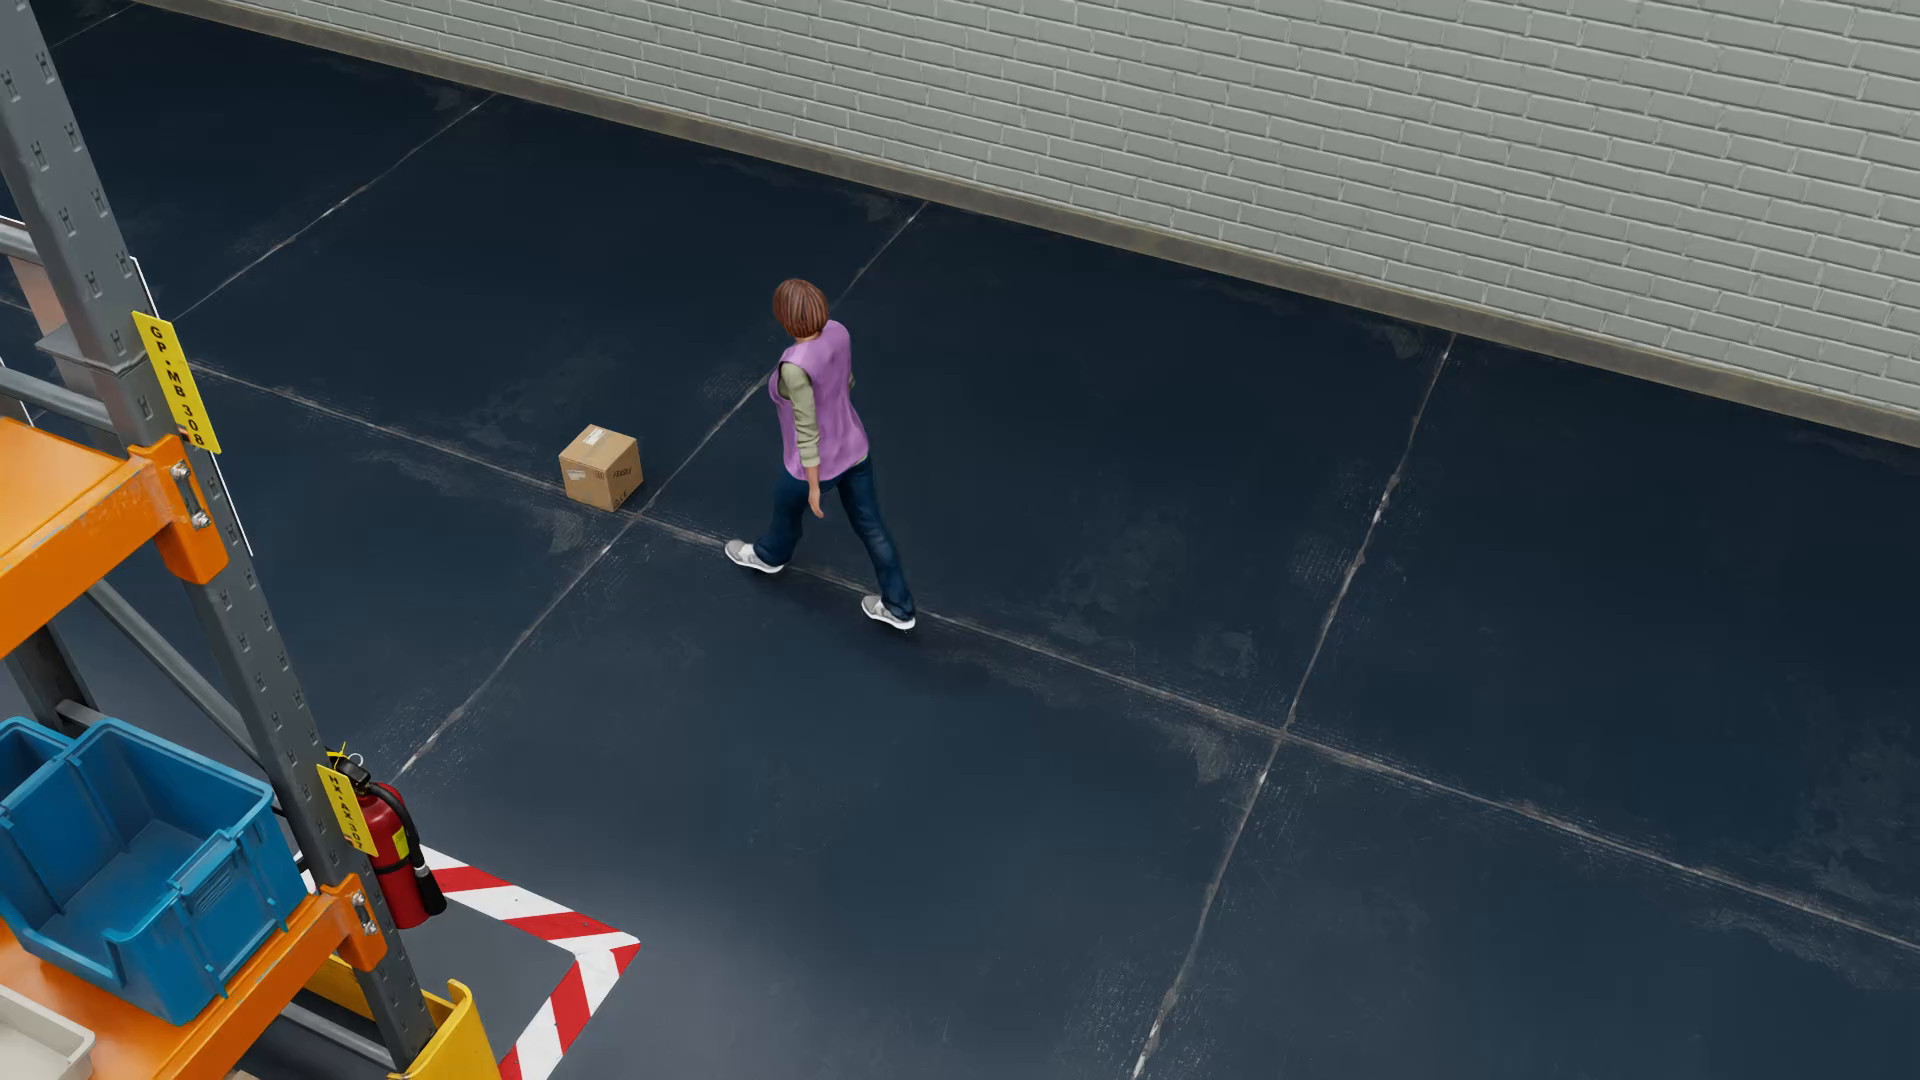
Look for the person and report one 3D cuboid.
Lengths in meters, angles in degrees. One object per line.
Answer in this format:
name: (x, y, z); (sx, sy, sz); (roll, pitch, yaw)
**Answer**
person: (-0.560, -0.370, 6.564); (0.954, 1.530, 0.443); (28, 49, 27)
